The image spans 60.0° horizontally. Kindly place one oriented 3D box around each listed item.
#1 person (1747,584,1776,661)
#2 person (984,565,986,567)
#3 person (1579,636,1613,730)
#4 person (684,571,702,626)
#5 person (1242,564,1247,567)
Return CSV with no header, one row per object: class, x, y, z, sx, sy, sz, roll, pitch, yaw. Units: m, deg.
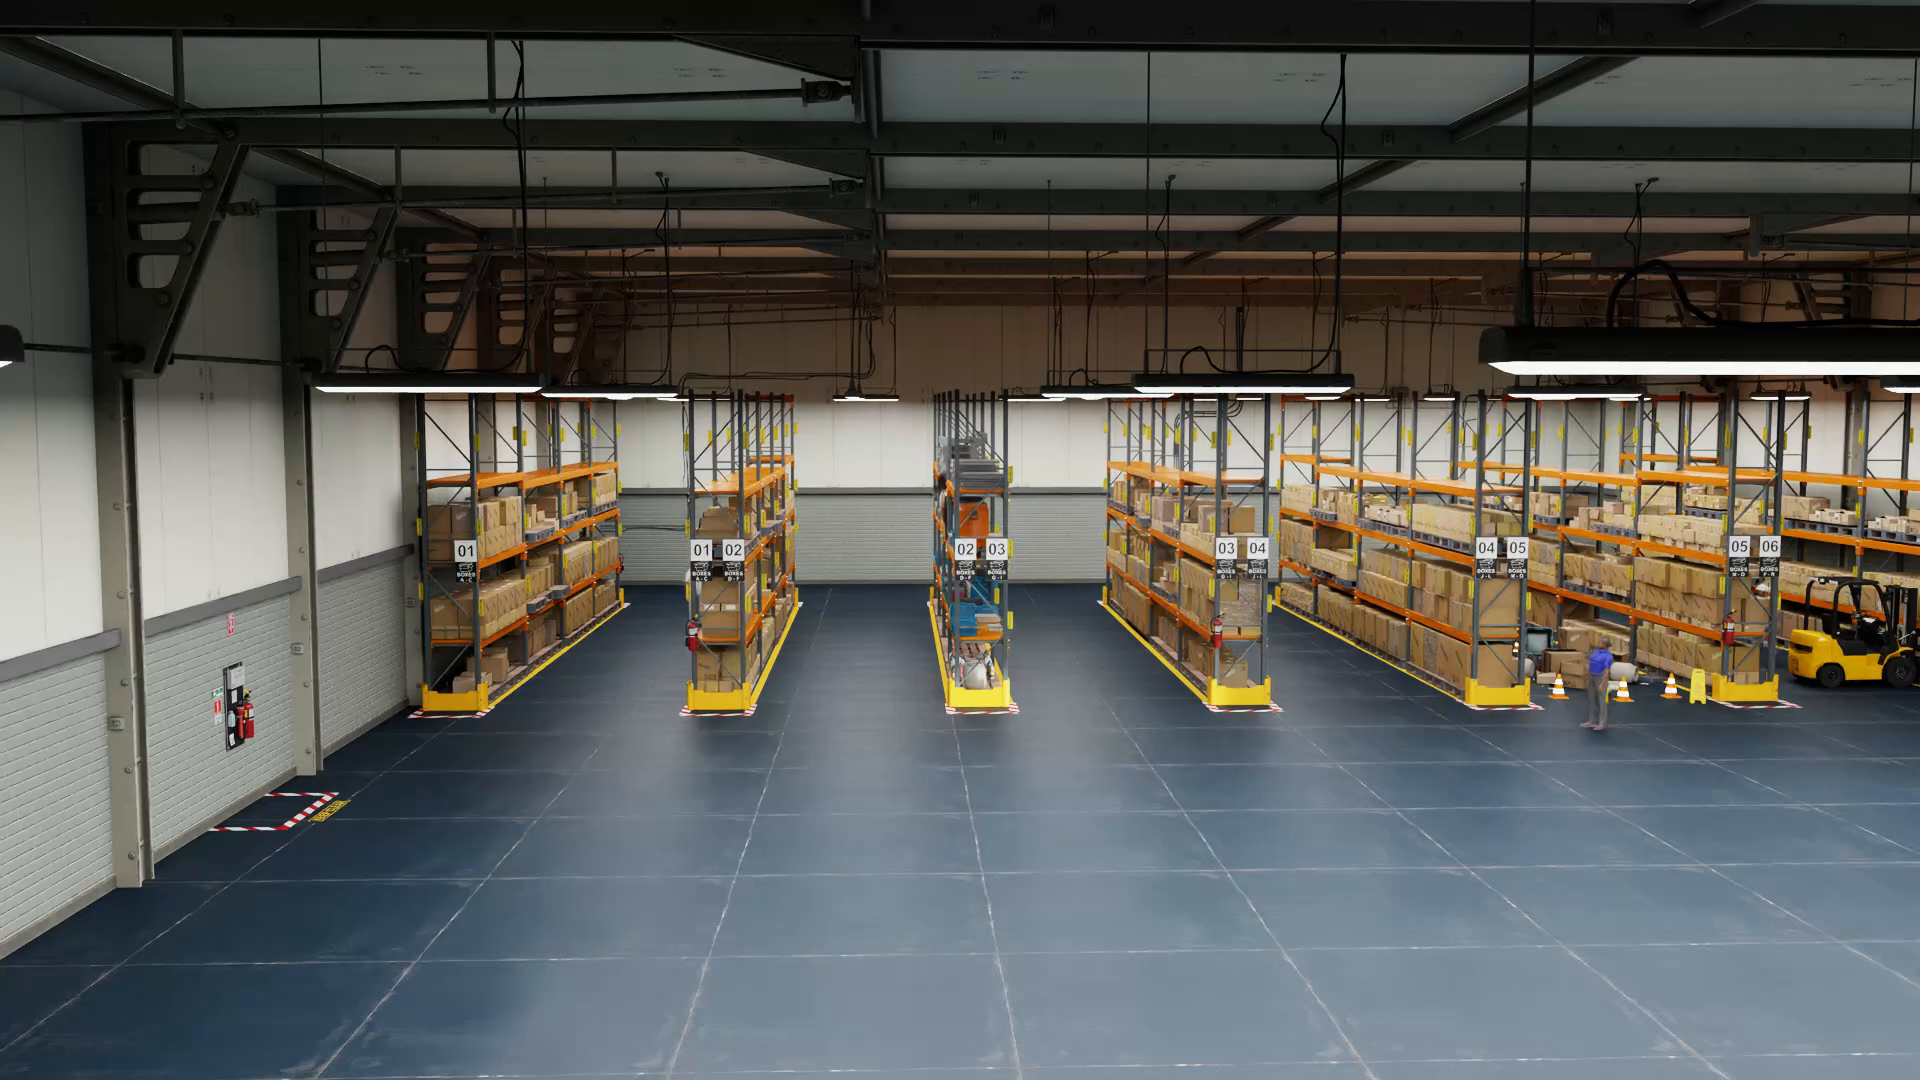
person,17.768,1.847,36.984,0.609,1.751,0.663,-4,6,-43
person,0.548,0.786,49.631,0.667,1.719,1.119,-2,5,-21
person,11.212,2.565,29.337,0.363,1.544,0.565,-2,5,-26
person,-6.768,1.367,42.732,0.669,1.713,1.048,0,5,-4
person,7.940,1.109,46.891,0.475,1.571,0.633,0,5,6
